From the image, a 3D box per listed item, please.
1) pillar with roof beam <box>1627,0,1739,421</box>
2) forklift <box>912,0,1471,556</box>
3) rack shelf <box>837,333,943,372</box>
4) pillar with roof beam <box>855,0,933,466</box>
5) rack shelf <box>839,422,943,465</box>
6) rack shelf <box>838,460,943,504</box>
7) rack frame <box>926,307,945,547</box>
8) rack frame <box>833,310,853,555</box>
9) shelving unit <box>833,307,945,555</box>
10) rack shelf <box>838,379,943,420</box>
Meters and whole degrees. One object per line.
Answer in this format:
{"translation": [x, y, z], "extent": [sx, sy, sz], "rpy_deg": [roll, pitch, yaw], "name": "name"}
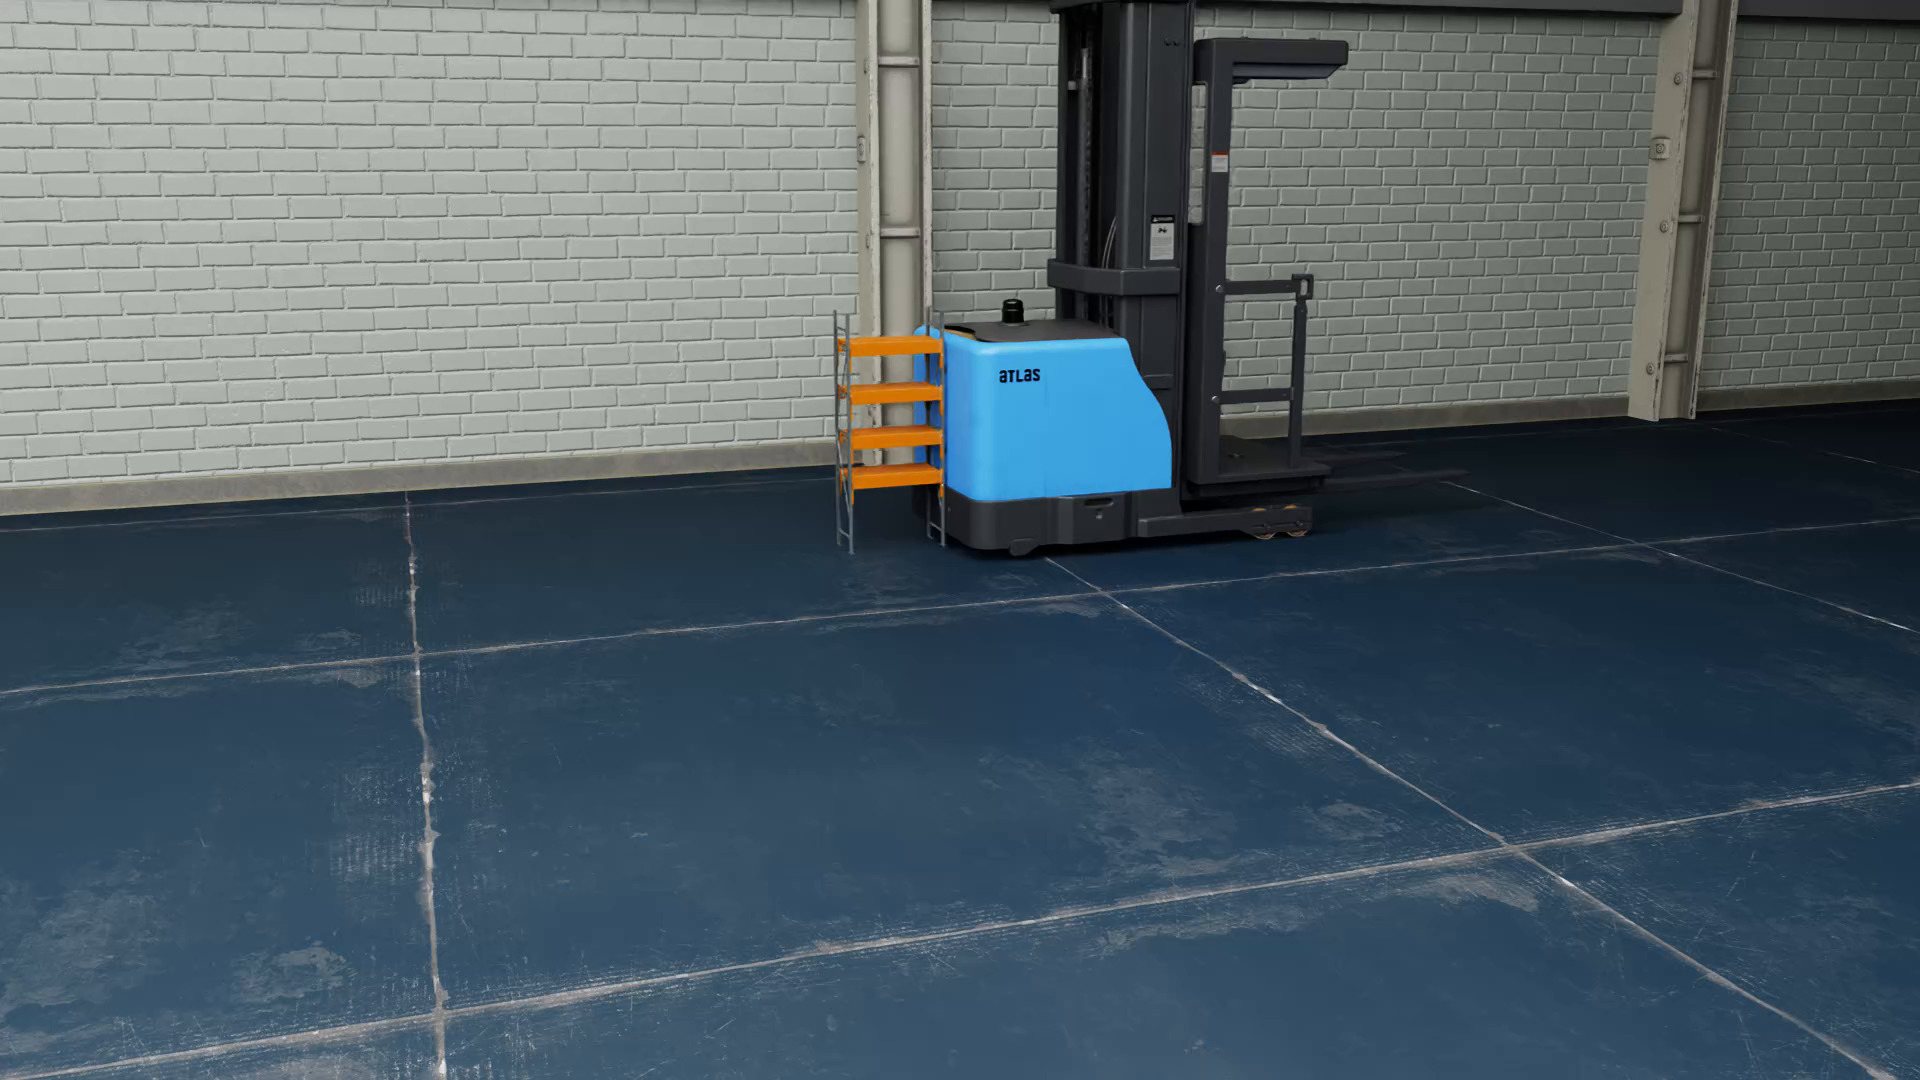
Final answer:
{"translation": [6.656, -4.363, 7.539], "extent": [0.400, 9.000, 9.100], "rpy_deg": [-4, 14, -18], "name": "pillar with roof beam"}
{"translation": [1.315, -1.535, 8.762], "extent": [3.031, 2.935, 1.130], "rpy_deg": [-5, 14, -20], "name": "forklift"}
{"translation": [-0.354, -0.936, 8.289], "extent": [0.480, 0.148, 0.258], "rpy_deg": [-5, 14, -20], "name": "rack shelf"}
{"translation": [0.970, -3.920, 5.677], "extent": [0.400, 9.000, 9.100], "rpy_deg": [-4, 14, -18], "name": "pillar with roof beam"}
{"translation": [-0.354, -0.489, 8.395], "extent": [0.480, 0.148, 0.258], "rpy_deg": [-5, 14, -20], "name": "rack shelf"}
{"translation": [-0.354, -0.296, 8.441], "extent": [0.480, 0.148, 0.258], "rpy_deg": [-5, 14, -20], "name": "rack shelf"}
{"translation": [-0.126, -0.574, 8.462], "extent": [0.015, 1.200, 0.240], "rpy_deg": [-5, 14, -20], "name": "rack frame"}
{"translation": [-0.583, -0.535, 8.297], "extent": [0.015, 1.200, 0.240], "rpy_deg": [-5, 14, -20], "name": "rack frame"}
{"translation": [-0.354, -0.554, 8.380], "extent": [0.503, 1.200, 0.258], "rpy_deg": [-5, 14, -20], "name": "shelving unit"}
{"translation": [-0.354, -0.706, 8.343], "extent": [0.480, 0.148, 0.258], "rpy_deg": [-5, 14, -20], "name": "rack shelf"}
